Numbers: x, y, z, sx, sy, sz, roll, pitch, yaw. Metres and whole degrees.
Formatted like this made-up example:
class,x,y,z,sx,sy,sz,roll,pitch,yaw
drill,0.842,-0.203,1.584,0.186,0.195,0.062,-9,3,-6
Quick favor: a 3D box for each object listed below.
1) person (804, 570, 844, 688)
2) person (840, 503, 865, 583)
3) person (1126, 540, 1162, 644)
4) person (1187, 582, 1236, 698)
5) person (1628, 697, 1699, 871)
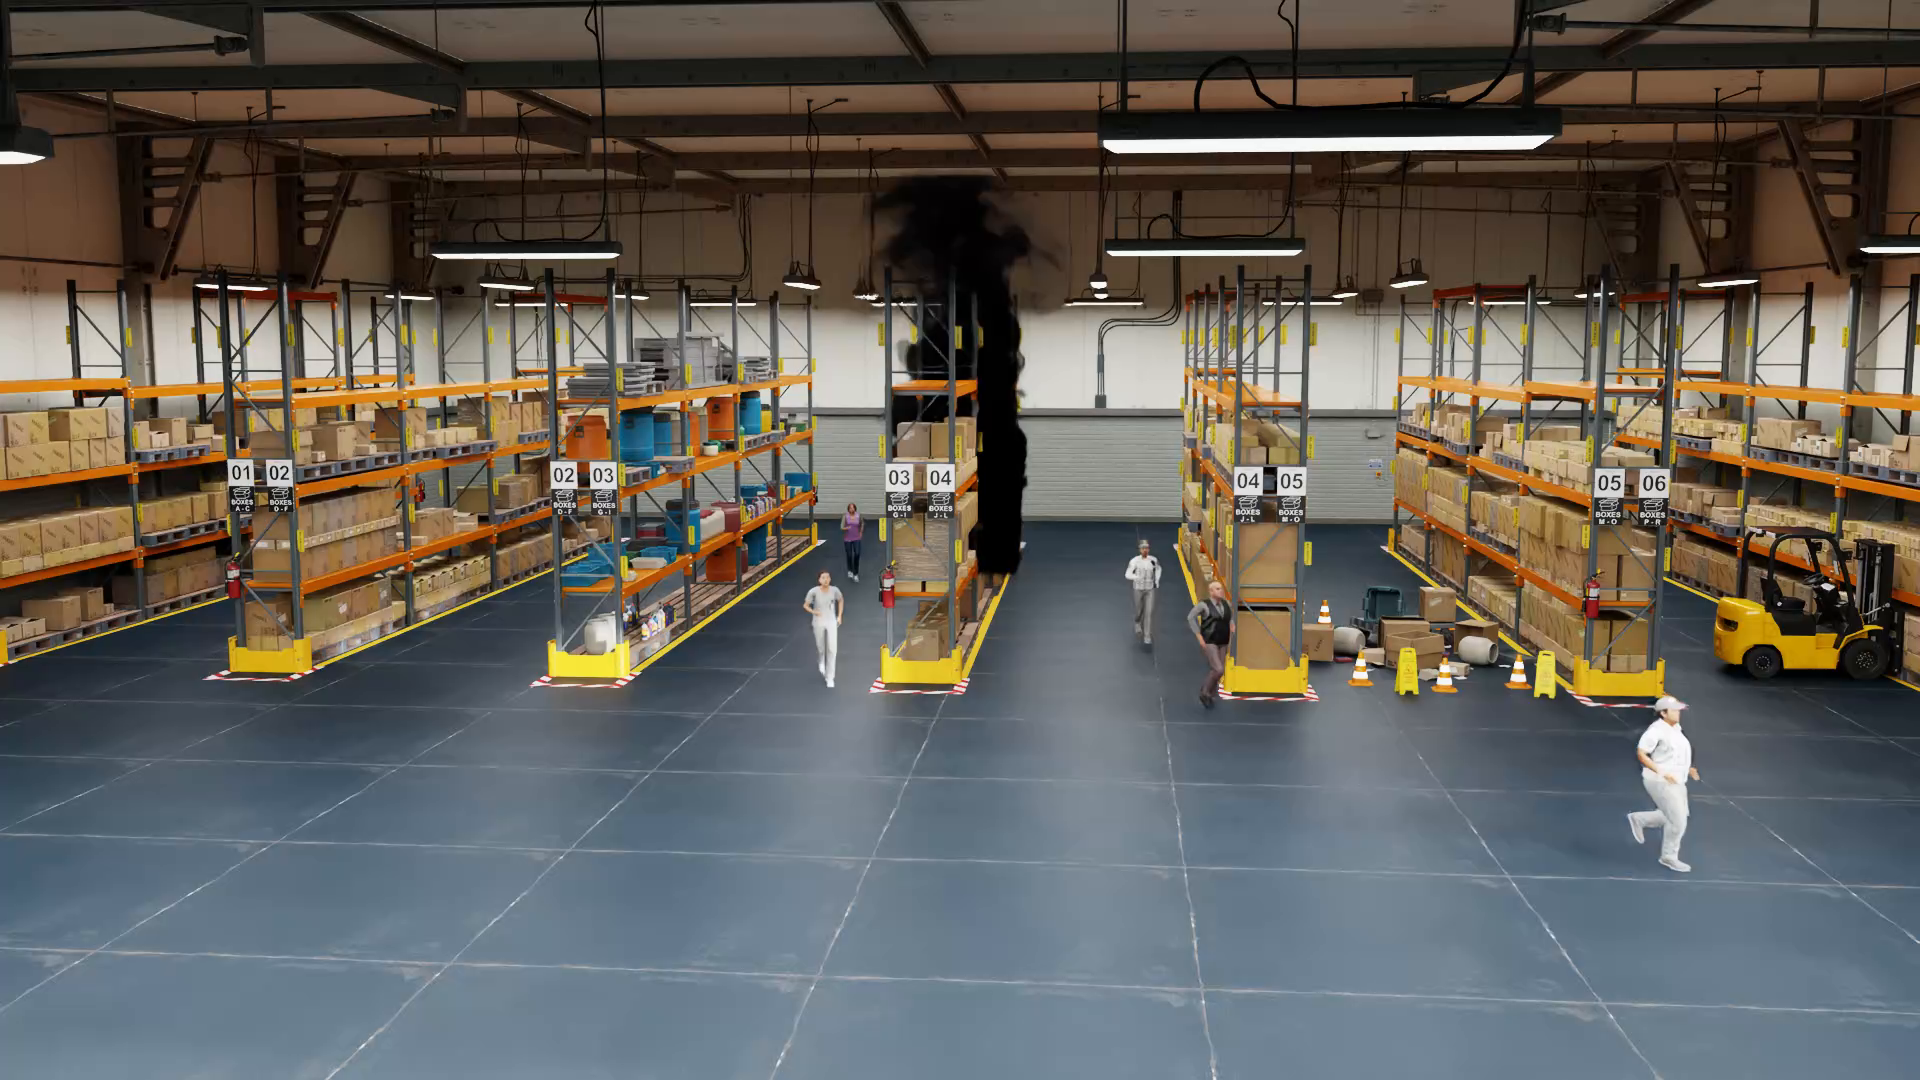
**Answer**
class,x,y,z,sx,sy,sz,roll,pitch,yaw
person,-1.976,1.300,24.237,0.603,1.575,0.890,-1,7,-12
person,-2.218,0.045,34.275,0.517,1.642,0.683,-1,7,-5
person,3.032,0.816,27.330,0.617,1.667,0.957,0,7,-1
person,3.468,1.375,22.540,0.662,1.621,0.637,-4,8,-32
person,6.672,2.294,15.848,0.608,1.641,0.670,-7,10,-43
